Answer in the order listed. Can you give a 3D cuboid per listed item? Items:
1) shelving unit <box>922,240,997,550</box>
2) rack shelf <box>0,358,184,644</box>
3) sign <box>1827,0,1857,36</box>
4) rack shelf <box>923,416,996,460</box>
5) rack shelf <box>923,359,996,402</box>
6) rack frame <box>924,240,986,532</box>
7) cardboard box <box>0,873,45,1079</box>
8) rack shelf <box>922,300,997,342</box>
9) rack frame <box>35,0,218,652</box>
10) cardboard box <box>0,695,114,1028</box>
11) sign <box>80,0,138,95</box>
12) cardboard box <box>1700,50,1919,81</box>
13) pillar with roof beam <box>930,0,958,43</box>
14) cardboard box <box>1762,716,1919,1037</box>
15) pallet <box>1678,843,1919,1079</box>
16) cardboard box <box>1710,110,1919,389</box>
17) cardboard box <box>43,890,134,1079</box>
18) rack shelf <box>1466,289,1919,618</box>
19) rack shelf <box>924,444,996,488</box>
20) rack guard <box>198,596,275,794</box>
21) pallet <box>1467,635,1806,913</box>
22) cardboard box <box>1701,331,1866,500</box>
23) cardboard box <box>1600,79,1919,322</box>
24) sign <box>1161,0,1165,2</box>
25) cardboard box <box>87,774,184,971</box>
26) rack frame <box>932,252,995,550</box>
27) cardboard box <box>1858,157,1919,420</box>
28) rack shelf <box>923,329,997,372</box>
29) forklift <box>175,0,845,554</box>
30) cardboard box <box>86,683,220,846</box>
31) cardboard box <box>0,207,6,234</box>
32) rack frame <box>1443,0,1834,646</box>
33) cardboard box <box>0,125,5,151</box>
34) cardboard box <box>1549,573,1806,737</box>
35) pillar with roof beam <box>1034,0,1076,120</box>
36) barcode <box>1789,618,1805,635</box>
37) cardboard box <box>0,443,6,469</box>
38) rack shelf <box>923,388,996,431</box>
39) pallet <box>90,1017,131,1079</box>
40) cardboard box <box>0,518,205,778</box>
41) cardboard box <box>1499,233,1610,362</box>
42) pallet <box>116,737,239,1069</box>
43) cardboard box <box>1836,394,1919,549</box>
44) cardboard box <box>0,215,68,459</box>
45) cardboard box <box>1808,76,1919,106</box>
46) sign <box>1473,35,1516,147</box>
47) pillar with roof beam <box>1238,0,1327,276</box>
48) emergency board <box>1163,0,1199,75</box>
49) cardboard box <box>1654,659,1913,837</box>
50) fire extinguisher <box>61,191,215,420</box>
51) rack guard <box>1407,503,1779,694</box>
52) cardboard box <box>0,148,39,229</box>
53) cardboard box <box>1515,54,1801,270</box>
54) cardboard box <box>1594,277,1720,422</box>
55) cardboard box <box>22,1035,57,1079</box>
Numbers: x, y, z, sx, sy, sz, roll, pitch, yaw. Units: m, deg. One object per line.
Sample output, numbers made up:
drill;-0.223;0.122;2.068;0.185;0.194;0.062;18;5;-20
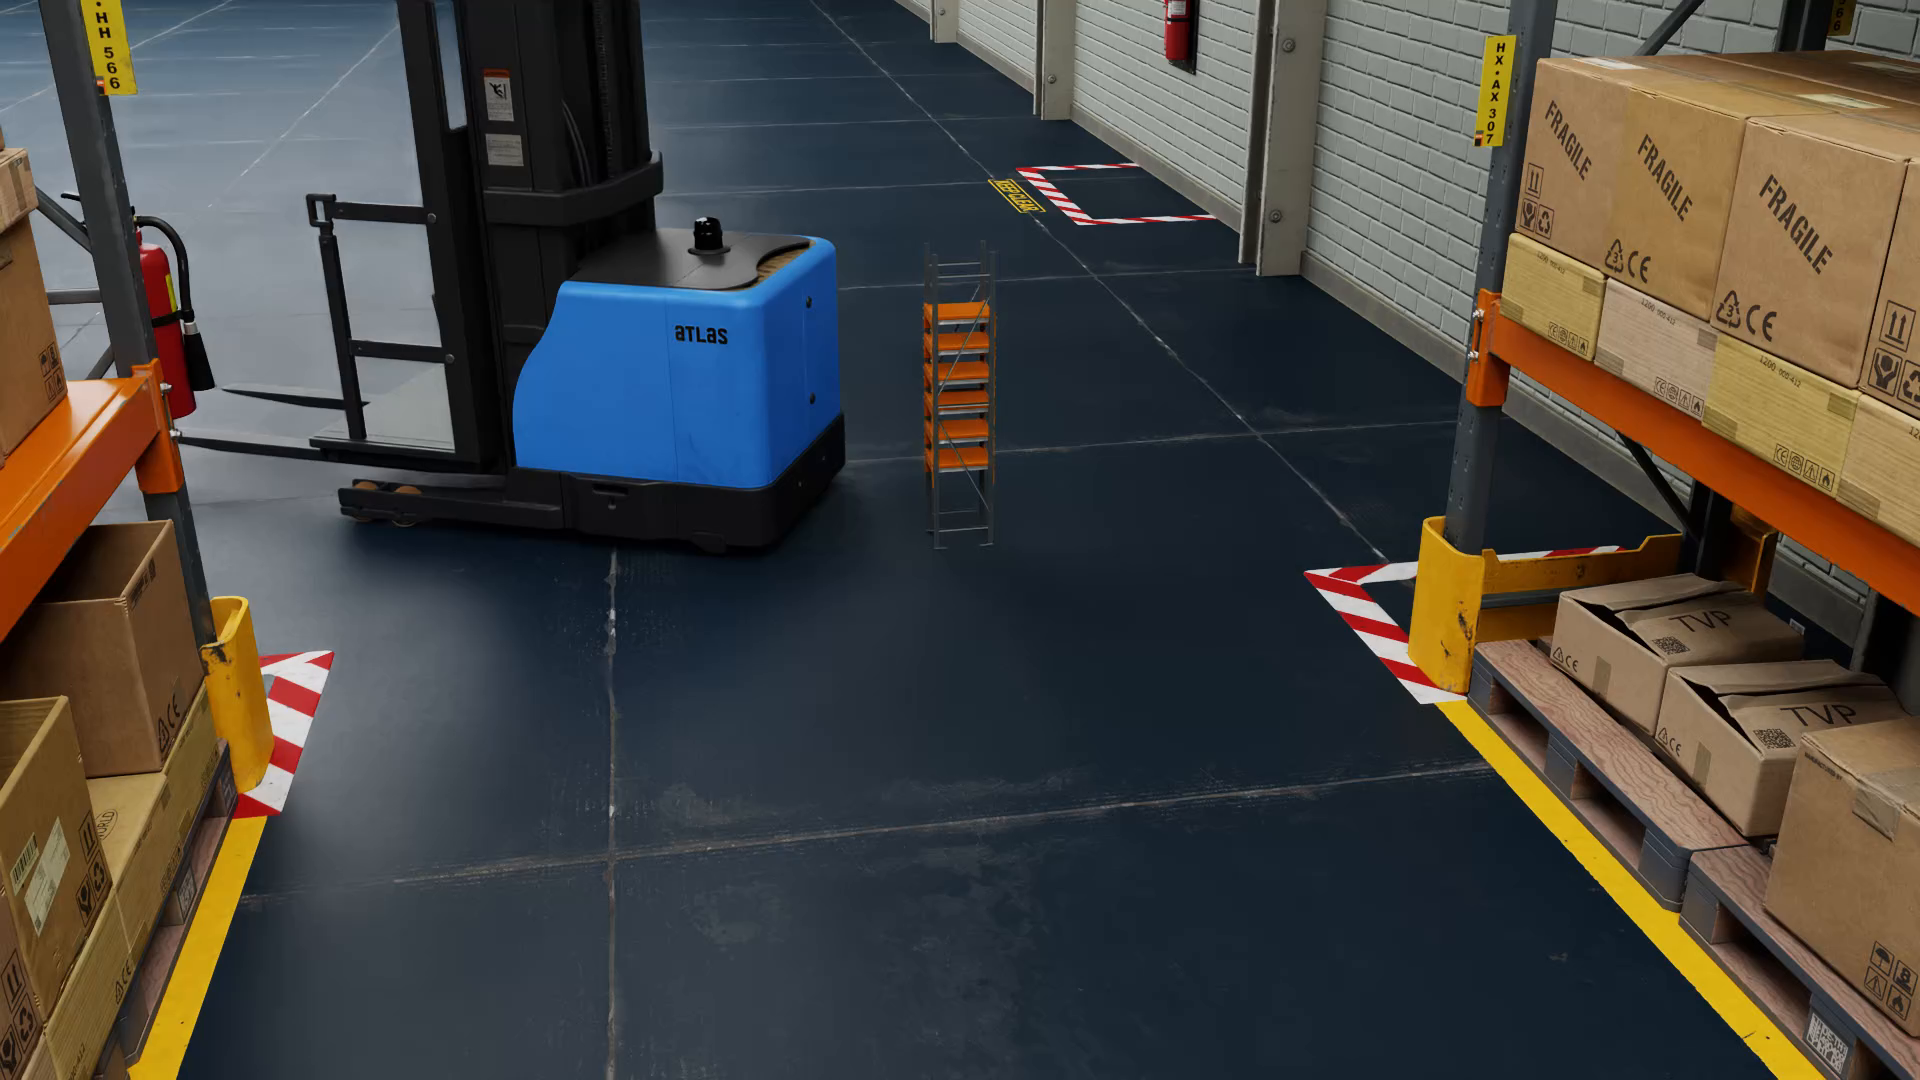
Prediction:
shelving unit;-0.003;-0.556;6.523;0.258;1.200;0.189;-4;24;-10
rack shelf;-2.348;0.488;2.784;1.077;0.370;4.000;-4;24;-10
sign;2.699;-1.705;5.065;0.100;0.325;0.005;-4;24;-10
rack shelf;-0.003;-0.405;6.589;0.258;0.103;0.180;-4;24;-10
rack shelf;-0.003;-0.625;6.493;0.258;0.103;0.180;-4;24;-10
rack frame;-0.020;-0.592;6.605;0.240;1.200;0.006;-4;24;-10
cardboard box;-2.036;0.873;2.976;0.500;0.500;0.500;-4;24;-10
rack shelf;-0.003;-0.845;6.397;0.258;0.103;0.180;-4;24;-10
rack frame;-2.718;-0.628;4.441;1.000;3.000;0.127;-4;24;-10
cardboard box;-2.127;0.677;3.427;0.500;0.500;0.500;-4;24;-10
sign;-2.182;-1.302;4.241;0.100;0.325;0.005;-4;24;-10
cardboard box;2.446;-1.111;4.771;0.500;0.500;0.500;-5;24;-10
pillar with roof beam;-4.430;-10.296;19.081;9.100;9.000;0.400;-4;24;-10
cardboard box;2.381;0.743;3.875;0.700;0.500;0.500;-6;24;-13
pallet;2.502;1.112;3.939;1.003;0.211;1.213;-4;24;-10
cardboard box;2.114;-0.672;3.766;0.500;0.500;0.500;-5;24;-11
cardboard box;-2.130;1.021;3.576;0.500;0.250;0.500;-4;24;-10
rack shelf;2.520;0.120;3.627;1.077;0.370;4.000;-4;24;-10
rack shelf;-0.003;-0.295;6.637;0.258;0.103;0.180;-4;24;-10
rack guard;-2.722;0.508;4.963;1.175;0.500;0.348;-4;24;-10
pallet;2.279;0.633;5.036;1.003;0.211;1.213;-4;24;-10
cardboard box;2.126;-0.317;3.892;0.500;0.250;0.500;-5;24;-11
cardboard box;2.024;-0.875;4.232;0.500;0.500;0.500;-4;24;-10
sign;1.600;-4.362;12.944;0.001;0.329;0.234;-4;24;-10
cardboard box;-2.224;0.824;4.026;0.500;0.250;0.500;-4;24;-10
rack frame;0.014;-0.520;6.440;0.240;1.200;0.006;-4;24;-10
cardboard box;2.221;-0.470;3.303;0.500;0.500;0.500;-4;24;-8
rack shelf;-0.003;-0.735;6.445;0.258;0.103;0.180;-4;24;-10
forklift;-2.081;-1.594;6.737;3.031;2.935;1.130;6;24;13
cardboard box;-2.328;0.628;4.474;0.500;0.250;0.500;-4;24;-10
cardboard box;-2.410;-0.732;3.744;0.380;0.149;0.250;-4;24;-8
rack frame;2.150;-0.997;5.284;1.000;3.000;0.127;-4;24;-10
cardboard box;-2.634;-1.063;3.691;0.700;0.500;0.500;-4;24;-10
cardboard box;2.189;0.313;5.096;0.500;0.311;0.500;-7;25;-16
pillar with roof beam;-3.320;-7.936;13.677;9.100;9.000;0.400;-4;24;-10
barcode;2.586;0.286;5.145;0.001;0.075;0.075;-4;24;-10
cardboard box;-2.542;-0.283;3.526;0.700;0.500;0.500;-4;24;-8
rack shelf;-0.003;-0.515;6.541;0.258;0.103;0.180;-4;24;-10
pallet;-2.313;1.426;3.221;1.003;0.211;1.213;-4;24;-10
cardboard box;-2.326;0.284;4.325;0.500;0.500;0.500;-4;24;-10
cardboard box;1.928;-0.721;4.817;0.500;0.250;0.500;-5;24;-11
pallet;-2.535;0.947;4.318;1.003;0.211;1.213;-4;24;-10
cardboard box;2.218;-0.118;3.436;0.500;0.250;0.500;-4;24;-9
cardboard box;-2.644;-0.490;3.998;0.700;0.500;0.500;-4;24;-10
cardboard box;2.529;-0.912;4.316;0.500;0.500;0.500;-4;24;-9
sign;1.617;-1.353;5.019;0.100;0.325;0.005;-4;24;-10
pillar with roof beam;-2.211;-5.576;8.273;9.100;9.000;0.400;-4;24;-10
emergency board;1.600;-4.120;12.436;0.194;1.169;0.643;-4;24;-10
cardboard box;2.295;0.537;4.582;0.500;0.311;0.500;-2;24;-5
fire extinguisher;-2.283;-0.674;4.642;0.296;0.674;0.183;-4;24;-10
rack guard;2.164;0.179;5.716;1.175;0.500;0.348;-4;24;-10
cardboard box;-2.460;-0.835;3.979;0.380;0.149;0.250;-5;24;-11
cardboard box;1.943;-1.071;4.679;0.500;0.500;0.500;-4;24;-10
cardboard box;2.038;-0.518;4.351;0.500;0.250;0.500;-5;24;-11
cardboard box;-2.039;1.217;3.126;0.500;0.250;0.500;-4;24;-10
